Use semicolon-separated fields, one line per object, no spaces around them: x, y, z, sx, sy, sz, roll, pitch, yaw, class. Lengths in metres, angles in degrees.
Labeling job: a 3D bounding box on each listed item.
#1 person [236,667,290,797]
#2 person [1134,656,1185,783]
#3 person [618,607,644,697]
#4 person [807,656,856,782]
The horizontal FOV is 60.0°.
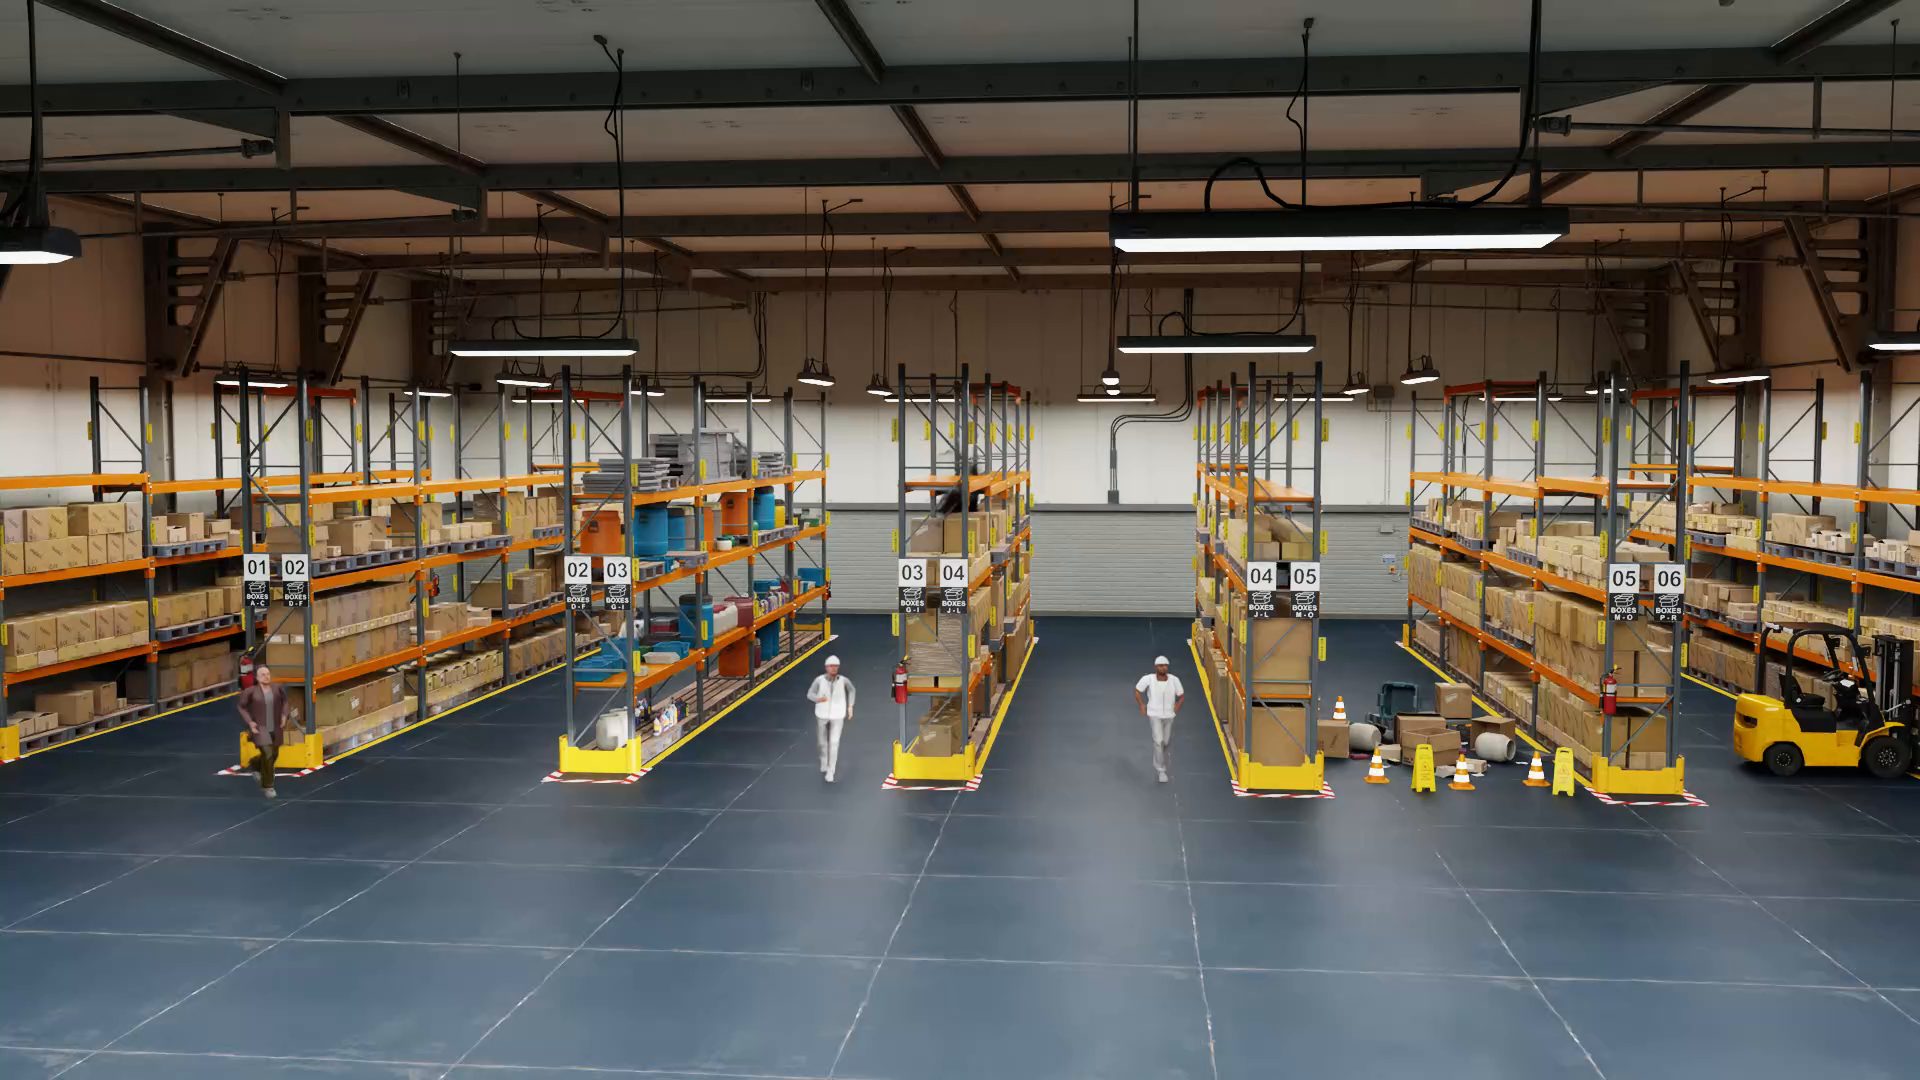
-9.700;2.646;23.160;0.822;1.792;0.720;4;5;44;person
2.923;2.567;24.203;0.709;1.775;0.937;-1;4;-9;person
-6.264;2.104;31.886;0.625;1.678;0.984;1;4;9;person
-1.877;2.553;24.085;0.690;1.746;1.005;0;4;1;person
